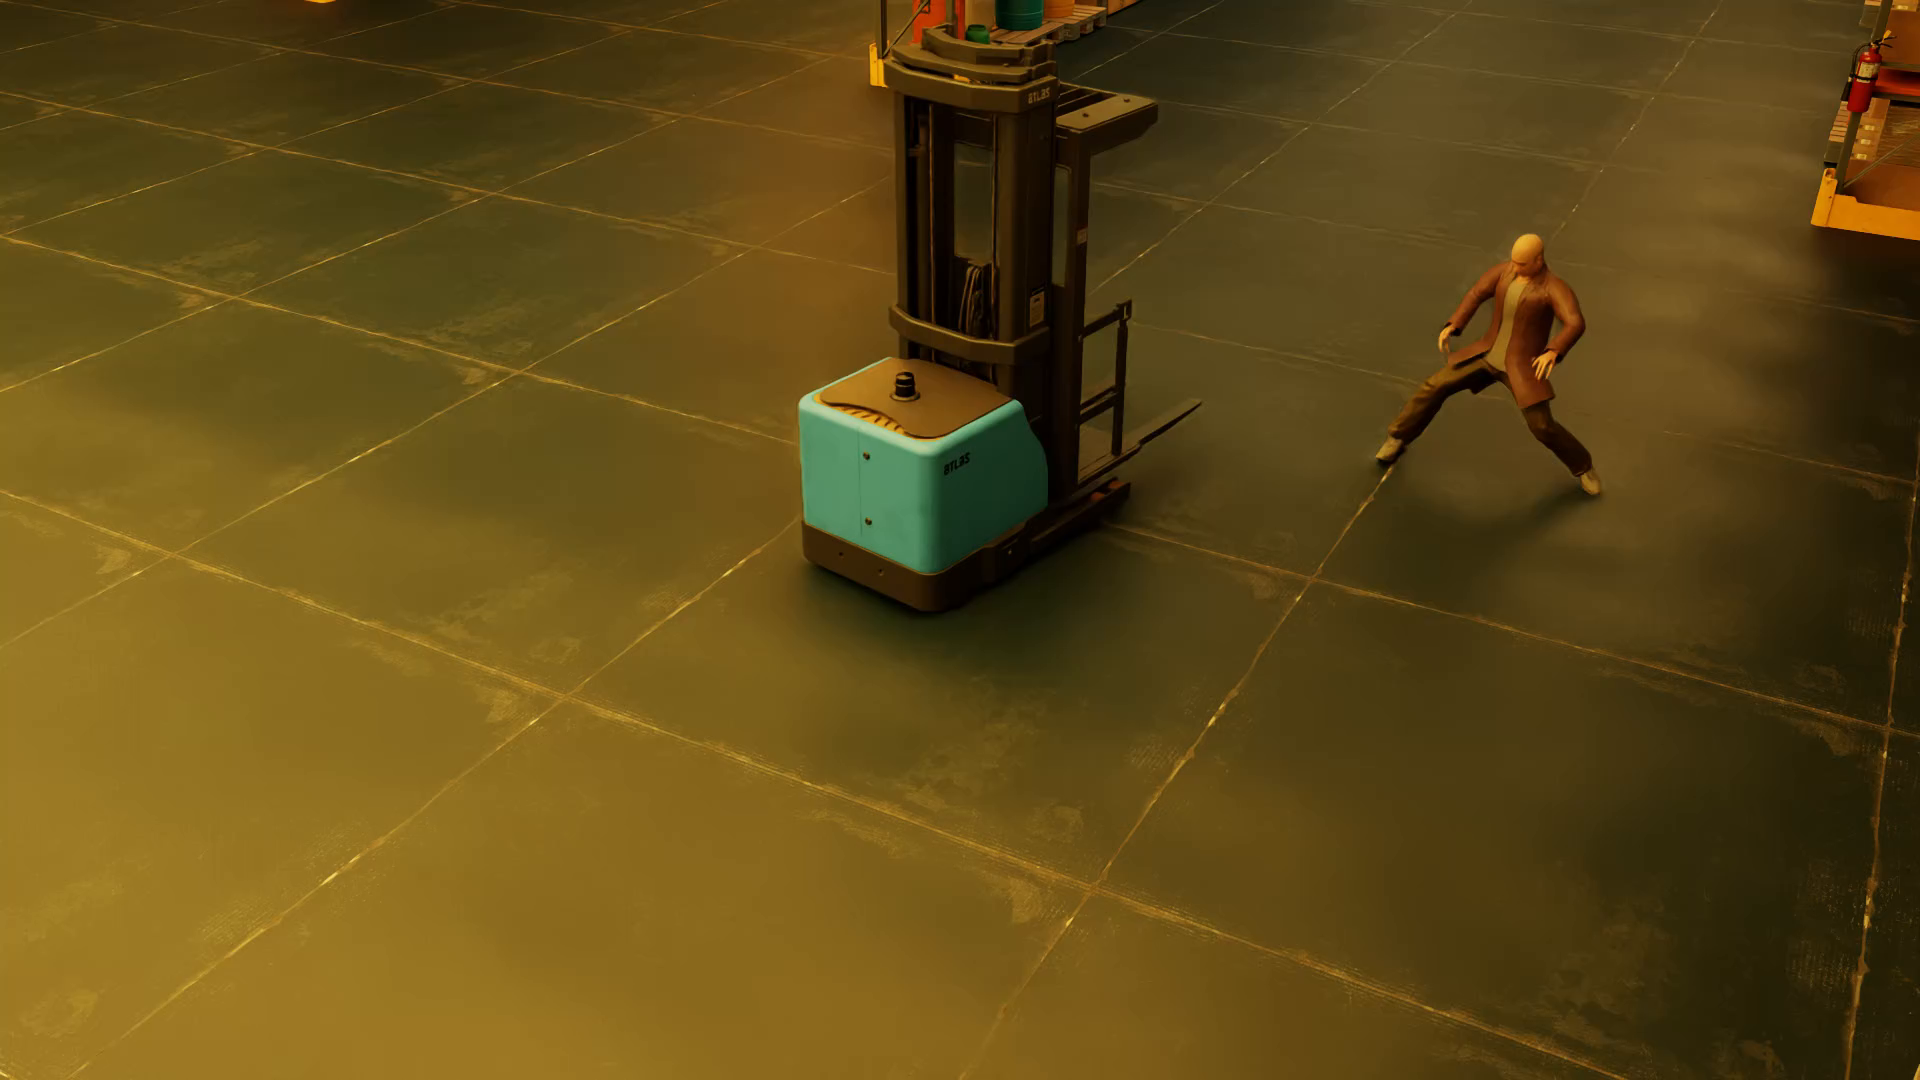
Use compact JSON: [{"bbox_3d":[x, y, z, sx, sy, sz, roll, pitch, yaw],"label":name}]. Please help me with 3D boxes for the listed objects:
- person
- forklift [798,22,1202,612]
[{"bbox_3d":[3.415,-1.046,10.410,1.049,1.446,1.213,-19,35,-29],"label":"person"},{"bbox_3d":[0.408,-1.539,9.737,1.130,2.935,3.031,22,37,34],"label":"forklift"}]
